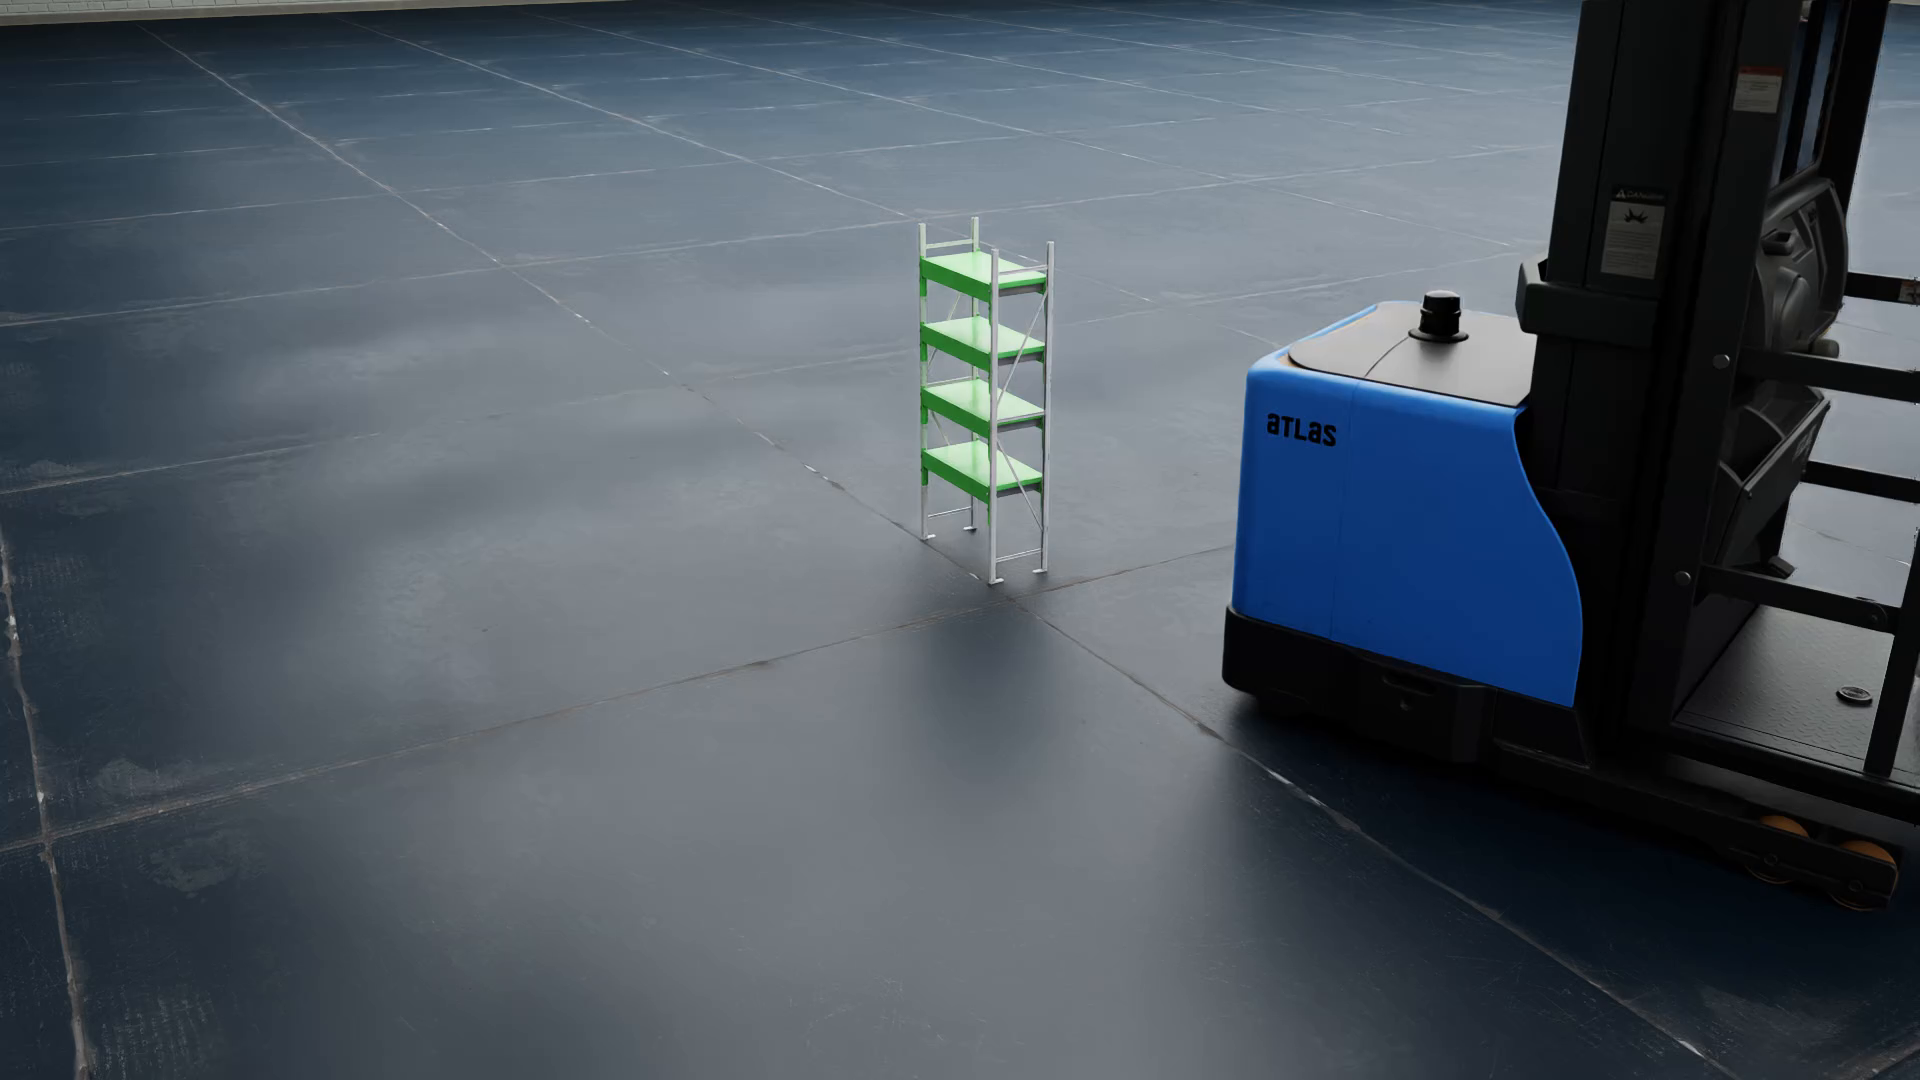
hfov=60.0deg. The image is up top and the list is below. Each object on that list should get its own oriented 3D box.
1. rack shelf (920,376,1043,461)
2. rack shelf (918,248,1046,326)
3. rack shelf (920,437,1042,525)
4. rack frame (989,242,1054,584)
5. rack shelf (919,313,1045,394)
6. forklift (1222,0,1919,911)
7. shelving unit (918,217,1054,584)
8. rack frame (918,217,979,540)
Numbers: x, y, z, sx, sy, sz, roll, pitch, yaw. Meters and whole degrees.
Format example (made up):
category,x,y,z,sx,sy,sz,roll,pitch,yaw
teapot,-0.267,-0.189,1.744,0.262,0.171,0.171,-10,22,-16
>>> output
category,x,y,z,sx,sy,sz,roll,pitch,yaw
rack shelf,0.085,-0.443,5.978,0.258,0.148,0.480,-13,25,-28
rack shelf,0.085,-0.888,5.797,0.258,0.148,0.480,-13,25,-28
rack shelf,0.085,-0.221,6.068,0.258,0.148,0.480,-13,25,-28
rack frame,0.209,-0.423,5.759,0.240,1.200,0.015,-13,25,-28
rack shelf,0.085,-0.665,5.887,0.258,0.148,0.480,-13,25,-28
forklift,2.284,-0.677,4.083,3.031,2.935,1.130,16,27,34
shelving unit,0.085,-0.502,5.954,0.258,1.200,0.503,-13,25,-28
rack frame,-0.040,-0.581,6.148,0.240,1.200,0.015,-13,25,-28
